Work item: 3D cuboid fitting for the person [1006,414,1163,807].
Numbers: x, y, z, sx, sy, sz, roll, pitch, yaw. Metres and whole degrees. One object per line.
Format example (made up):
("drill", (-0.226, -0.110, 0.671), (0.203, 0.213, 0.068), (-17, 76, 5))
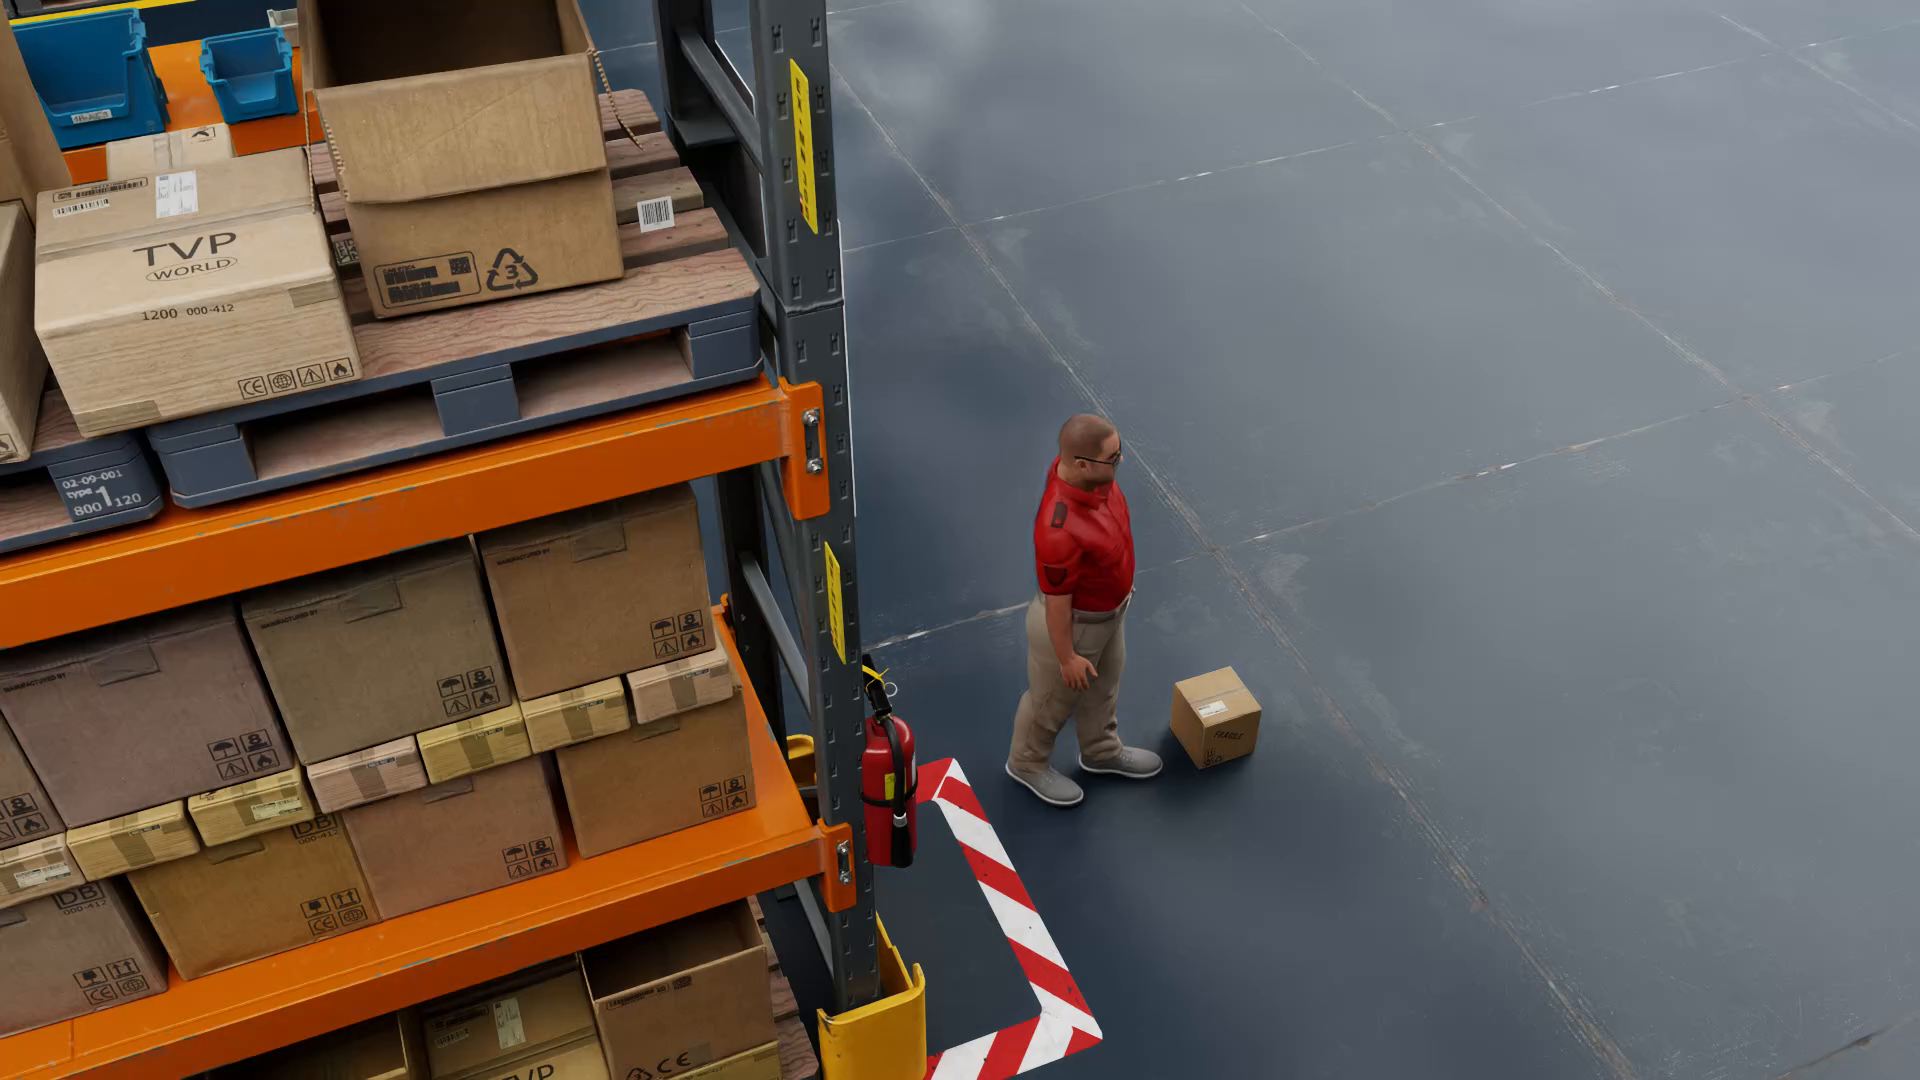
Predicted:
("person", (0.474, 0.269, 5.865), (0.580, 1.737, 0.549), (11, 43, 12))
